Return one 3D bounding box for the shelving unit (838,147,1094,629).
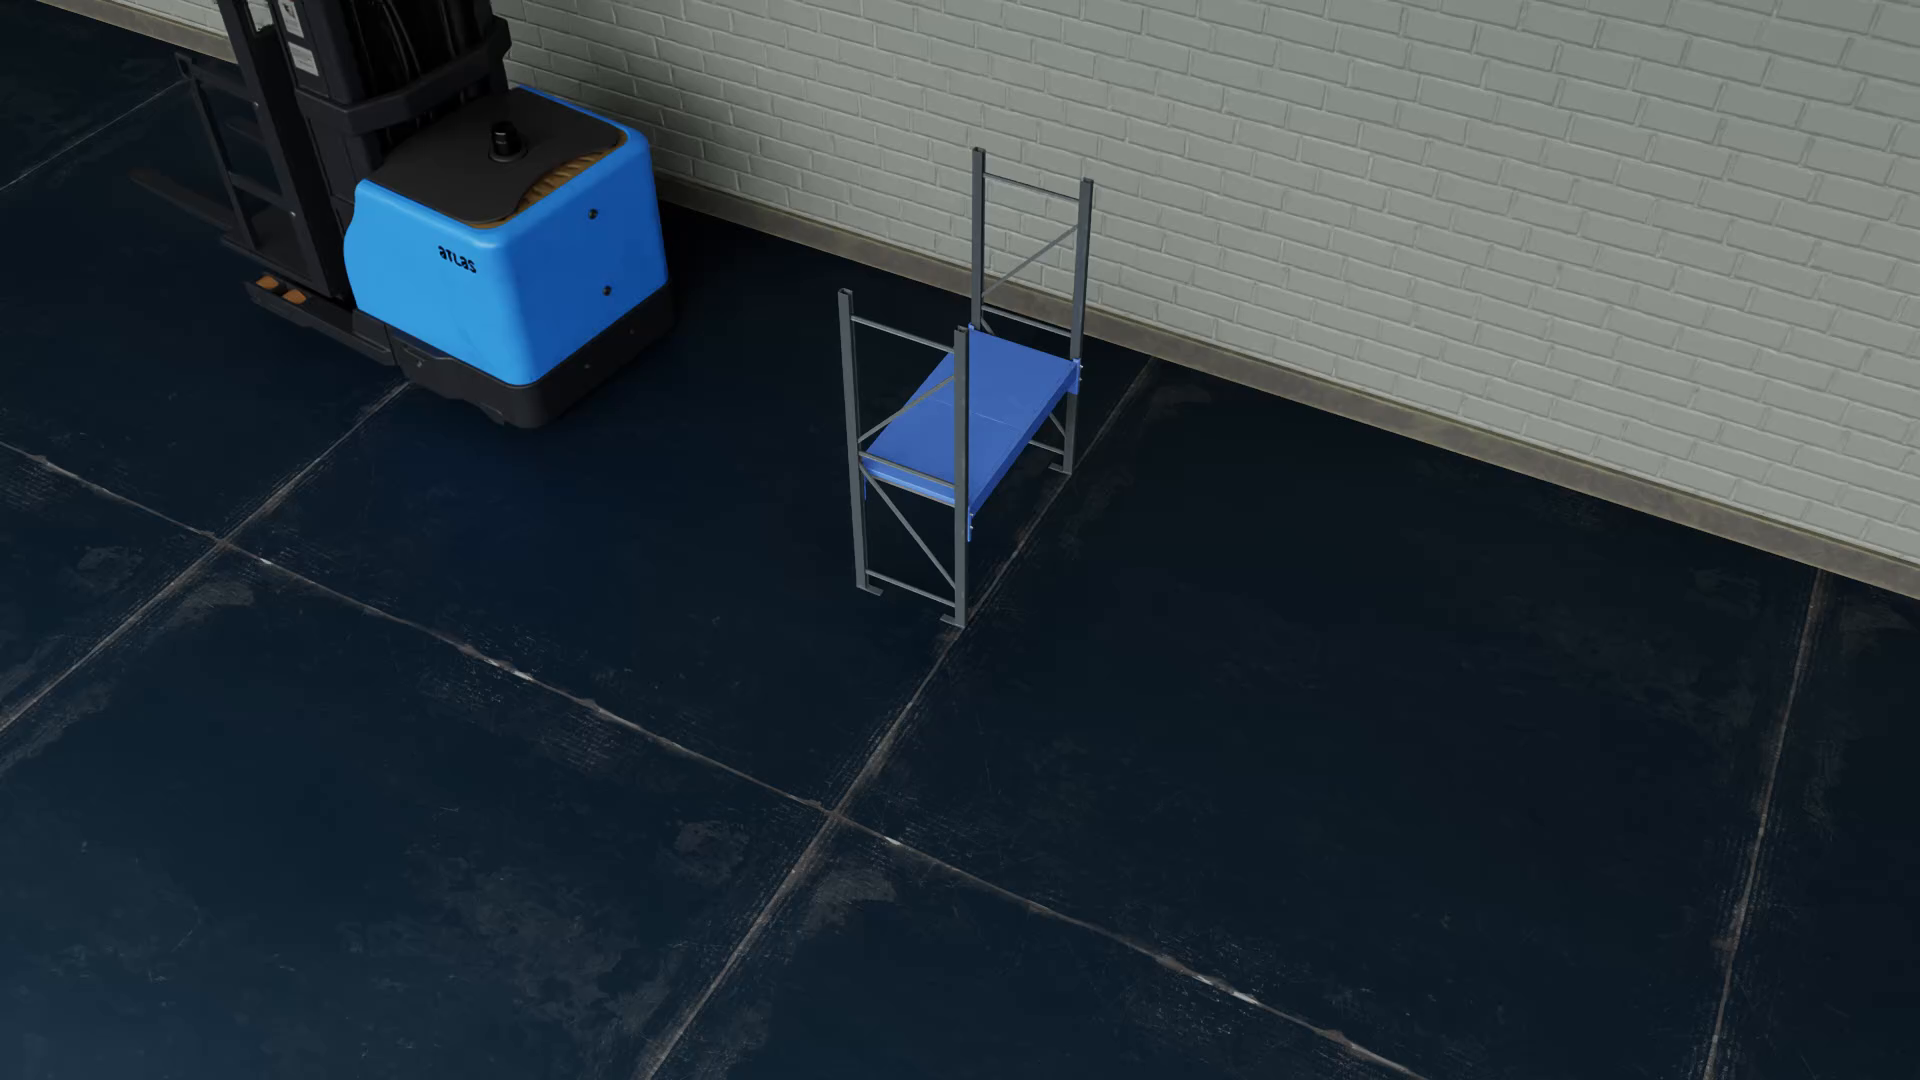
[{"bbox_3d":[0.040,-0.581,6.550,0.538,1.500,1.048,20,49,19],"label":"shelving unit"}]

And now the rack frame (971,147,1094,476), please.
[{"bbox_3d":[0.276,-0.901,6.866,0.500,1.500,0.032,20,49,19],"label":"rack frame"}]

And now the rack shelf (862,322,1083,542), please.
[{"bbox_3d":[0.040,-0.455,6.678,0.538,0.185,1.000,20,49,19],"label":"rack shelf"}]

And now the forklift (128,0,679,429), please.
[{"bbox_3d":[-2.857,-2.359,7.301,3.031,2.935,1.130,26,51,23],"label":"forklift"}]

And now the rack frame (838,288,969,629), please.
[{"bbox_3d":[-0.196,-0.261,6.233,0.500,1.500,0.032,20,49,19],"label":"rack frame"}]
